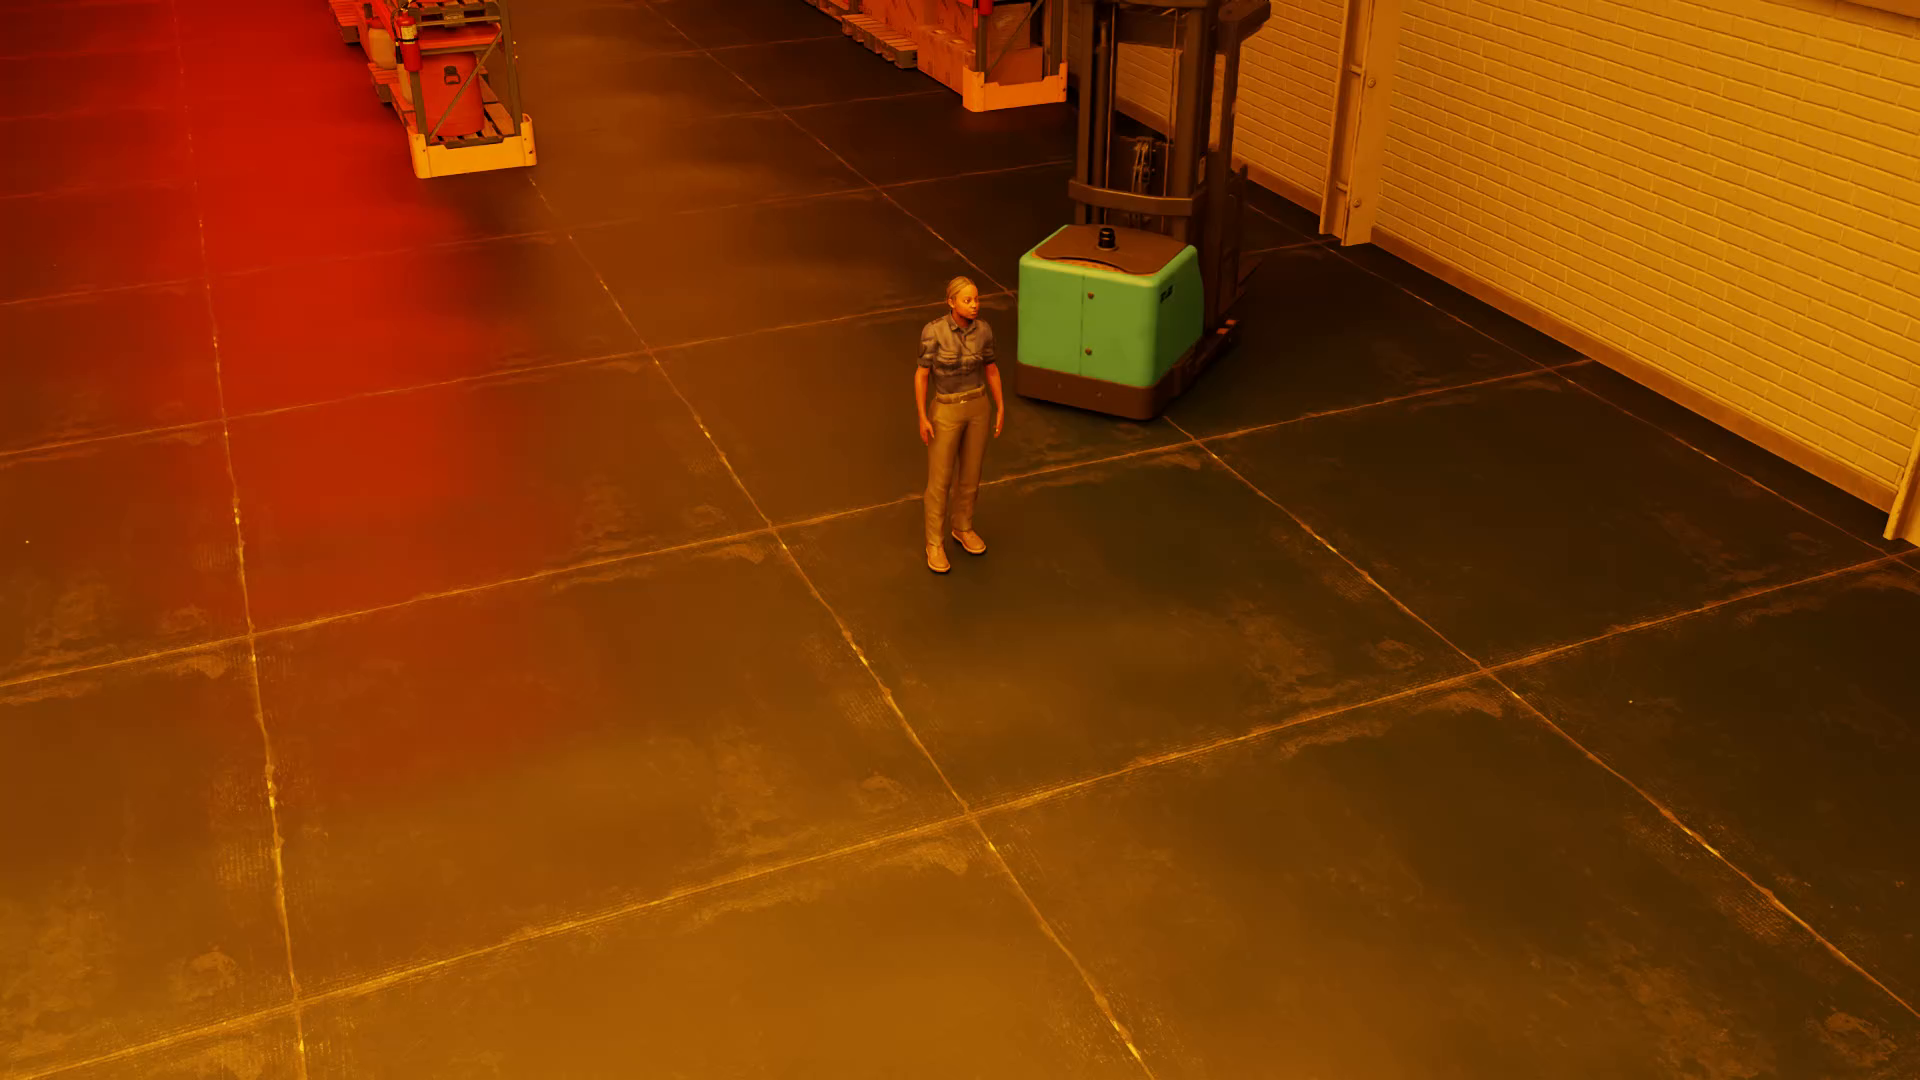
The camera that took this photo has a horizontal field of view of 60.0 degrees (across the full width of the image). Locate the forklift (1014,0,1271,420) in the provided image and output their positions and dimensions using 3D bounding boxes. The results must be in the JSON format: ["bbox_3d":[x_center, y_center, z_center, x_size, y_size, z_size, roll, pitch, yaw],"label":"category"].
[{"bbox_3d":[1.502,-2.799,12.016,1.130,2.935,3.031,14,33,23],"label":"forklift"}]

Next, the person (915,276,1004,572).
[{"bbox_3d":[0.017,-0.680,9.582,0.570,1.654,0.504,-12,32,-20],"label":"person"}]
